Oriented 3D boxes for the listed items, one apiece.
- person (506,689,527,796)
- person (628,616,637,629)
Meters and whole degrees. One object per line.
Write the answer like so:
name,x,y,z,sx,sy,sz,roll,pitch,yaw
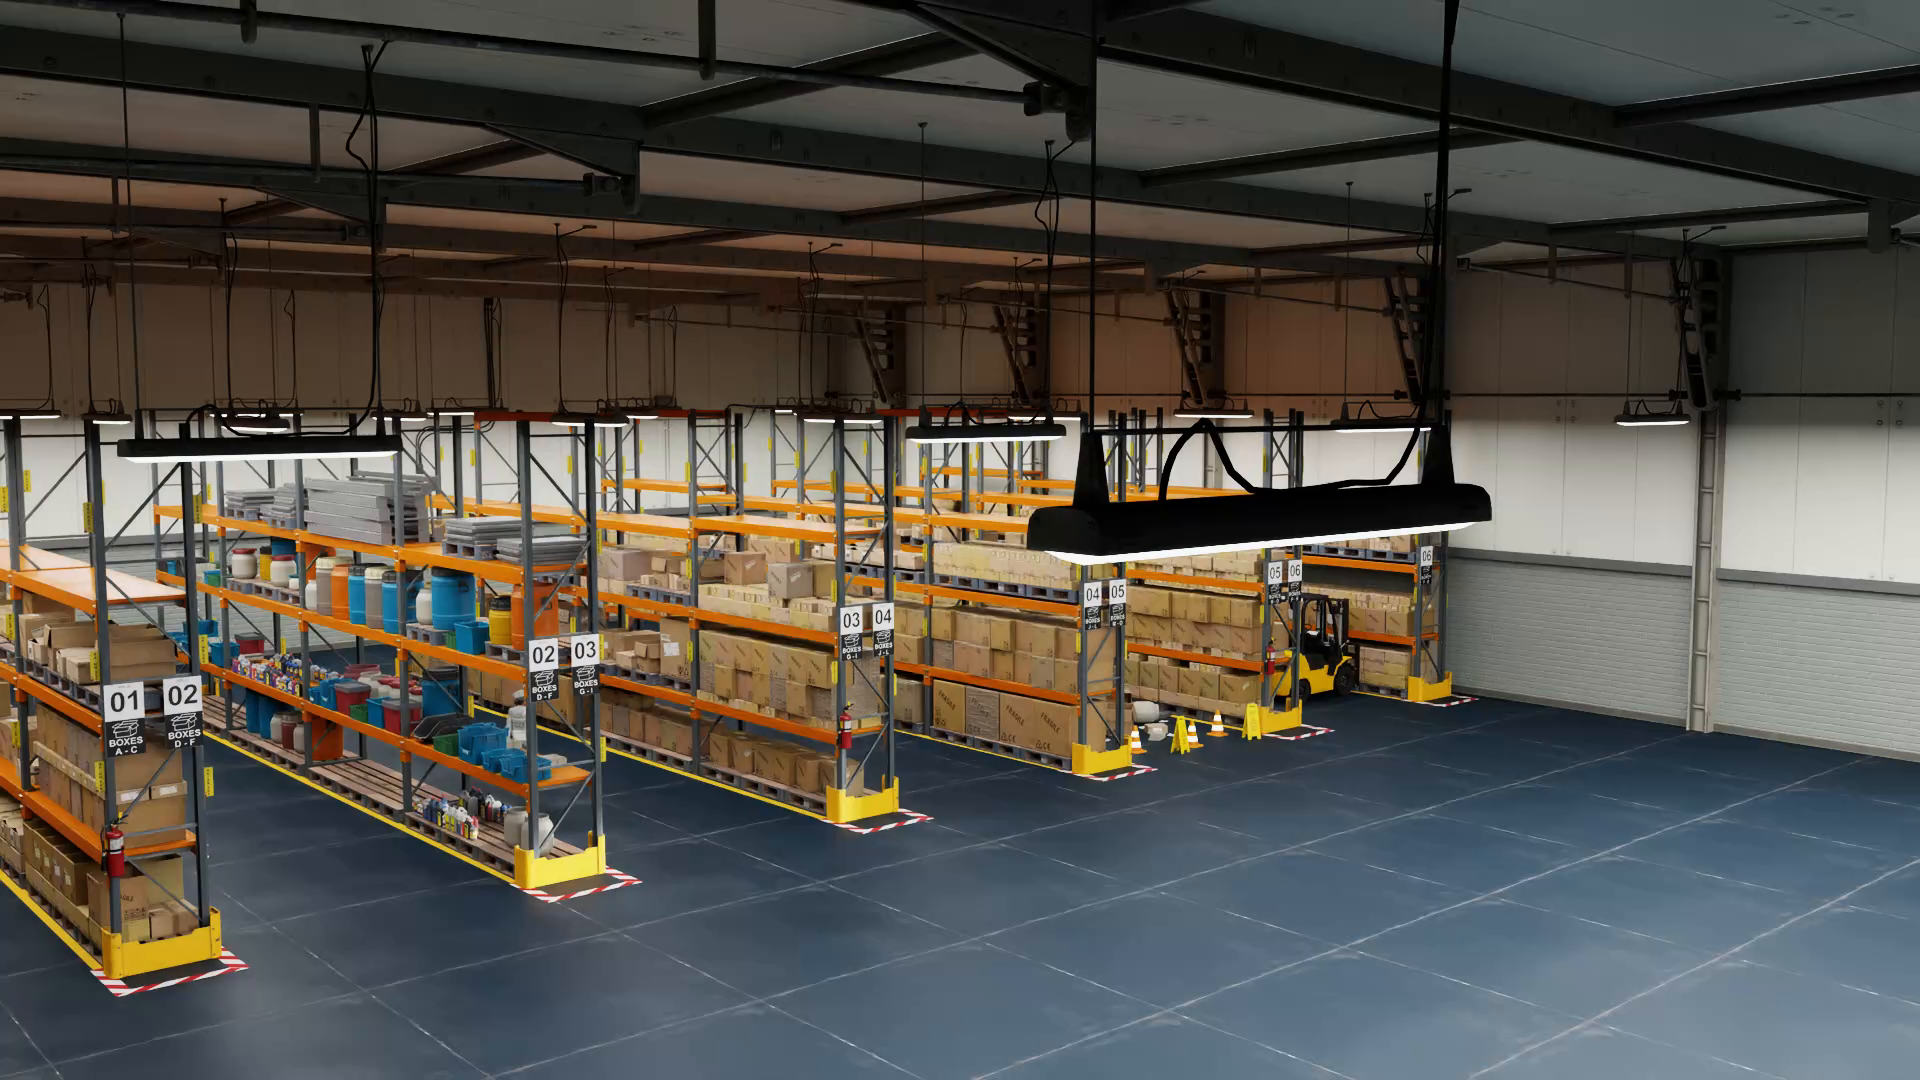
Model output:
person,-6.898,3.184,26.111,0.483,1.683,0.469,0,5,-3
person,-8.144,1.852,41.618,0.481,1.676,0.407,-2,5,-18
